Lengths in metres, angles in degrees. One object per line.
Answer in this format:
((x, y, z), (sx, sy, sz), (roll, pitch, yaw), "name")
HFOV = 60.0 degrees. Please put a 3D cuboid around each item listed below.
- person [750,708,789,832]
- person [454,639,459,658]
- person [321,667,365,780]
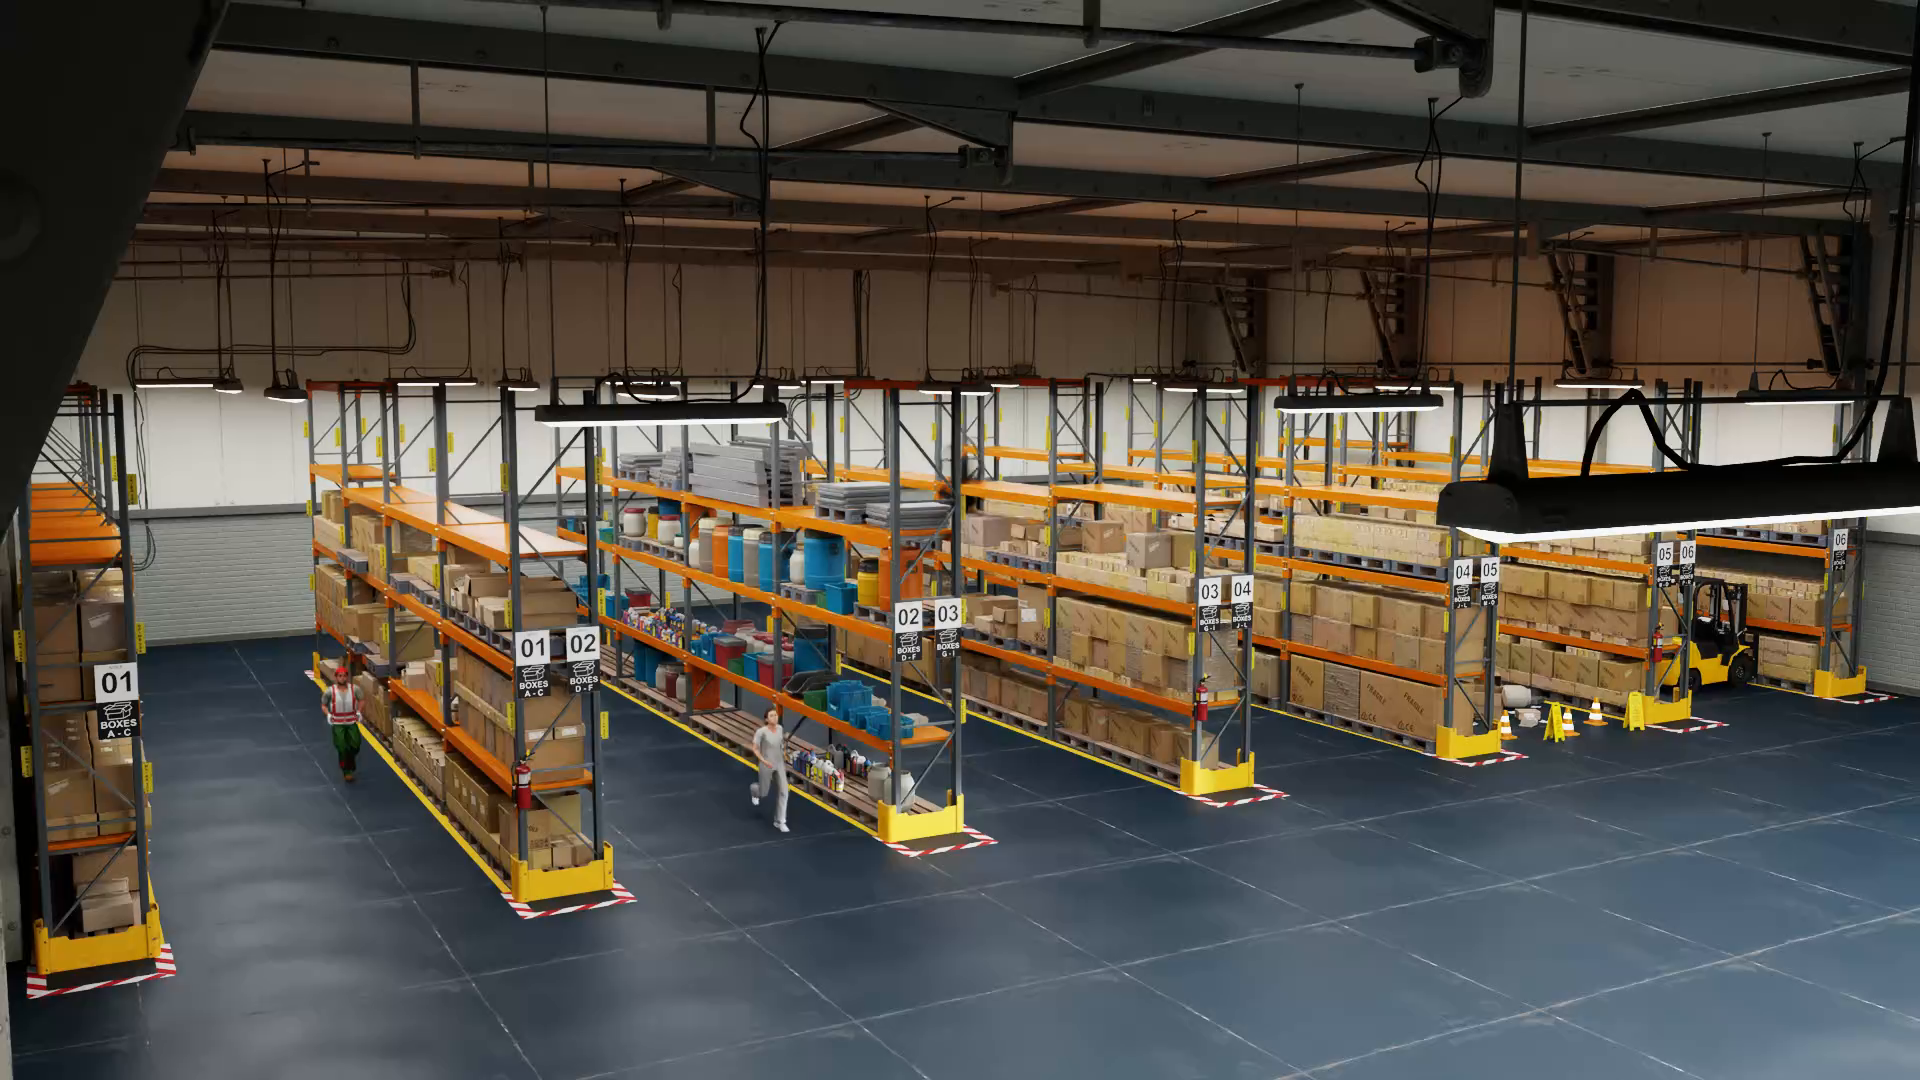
((-2.606, 3.114, 22.841), (0.547, 1.652, 0.995), (-3, 7, -29), "person")
((-10.379, 1.909, 33.819), (0.582, 1.714, 0.794), (-5, 8, -42), "person")
((-9.345, 2.781, 25.244), (0.636, 1.741, 0.586), (-3, 7, -25), "person")
